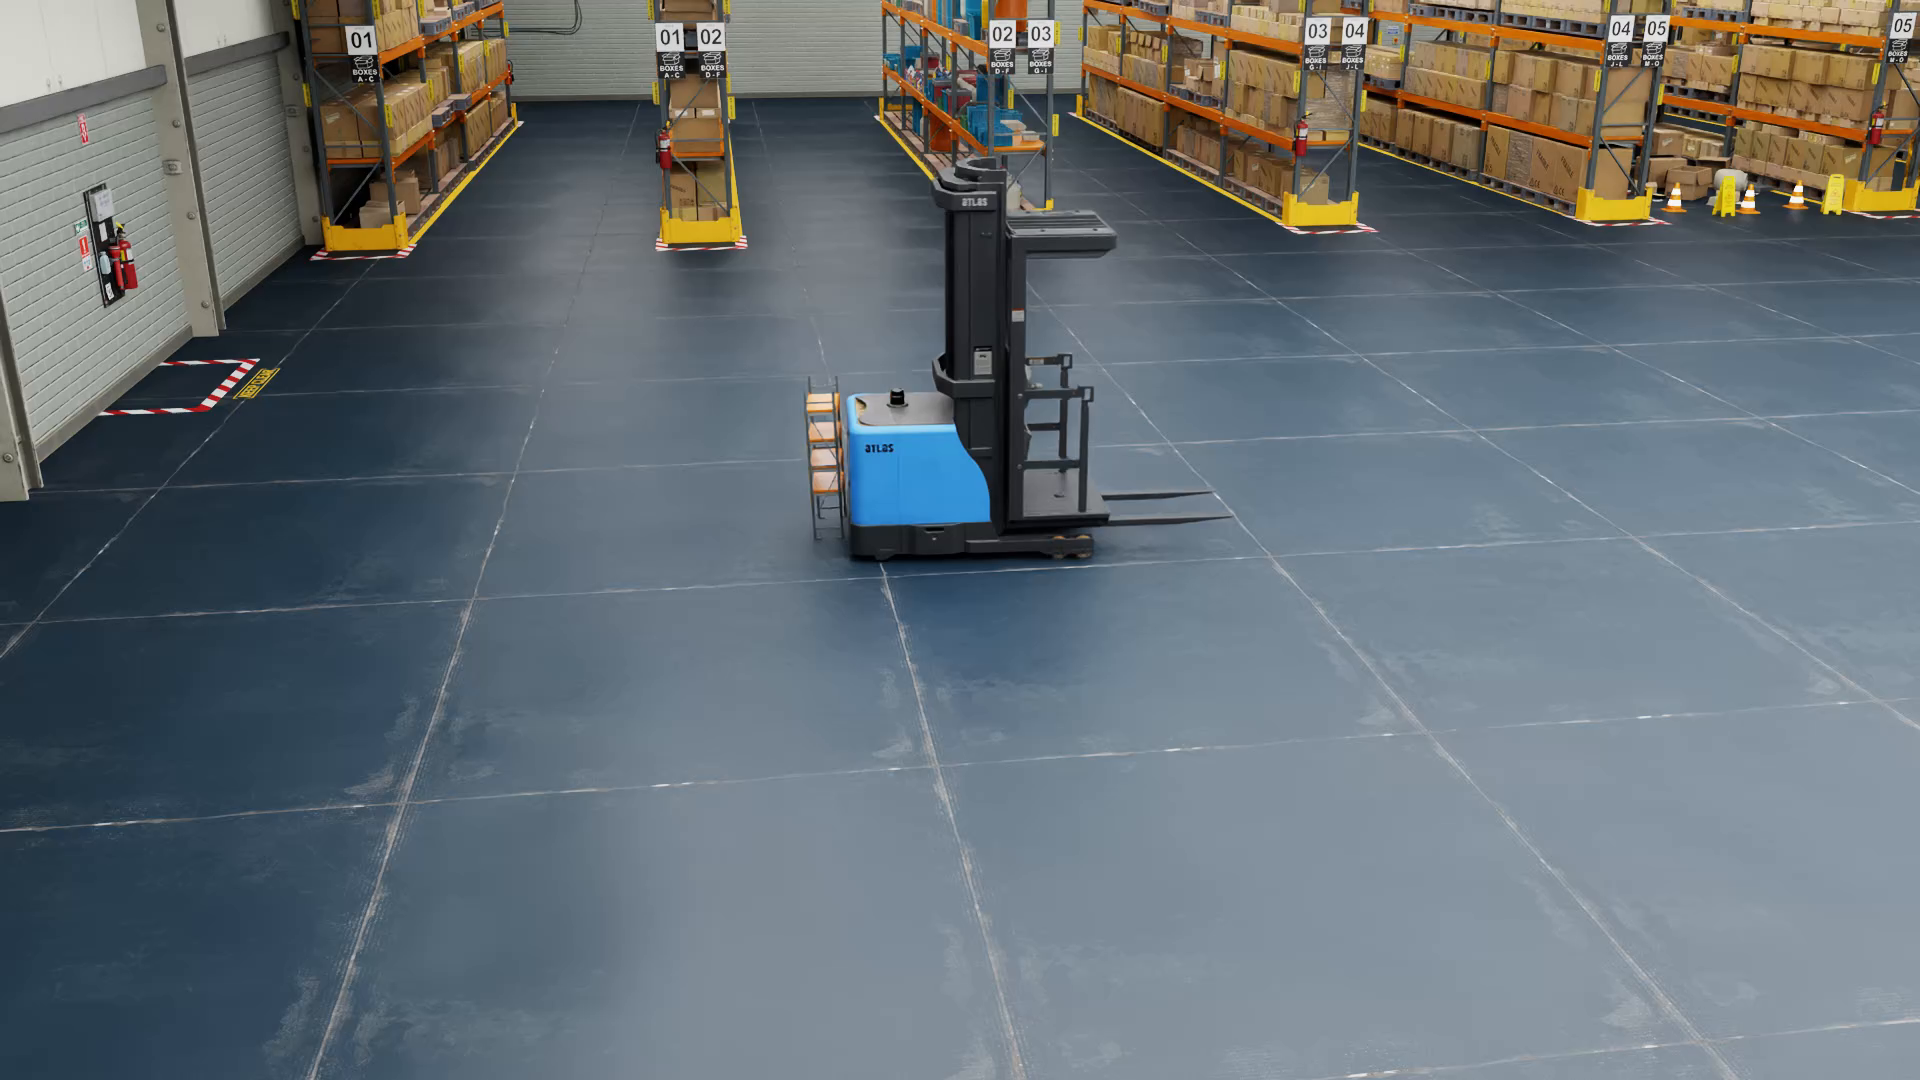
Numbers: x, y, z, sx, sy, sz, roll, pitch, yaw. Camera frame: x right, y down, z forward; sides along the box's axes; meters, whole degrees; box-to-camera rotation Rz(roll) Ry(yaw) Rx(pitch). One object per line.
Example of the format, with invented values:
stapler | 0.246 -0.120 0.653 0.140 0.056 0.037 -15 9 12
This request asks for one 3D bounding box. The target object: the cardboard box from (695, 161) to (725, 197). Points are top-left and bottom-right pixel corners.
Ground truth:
cardboard box | -3.992 -5.813 26.750 0.500 0.500 0.500 -3 21 -8

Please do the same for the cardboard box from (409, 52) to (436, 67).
cardboard box | -10.353 -9.220 31.946 0.500 0.250 0.500 -2 21 -6

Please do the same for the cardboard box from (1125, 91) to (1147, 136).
cardboard box | 4.339 -9.335 36.359 1.225 0.875 0.875 -4 21 -10

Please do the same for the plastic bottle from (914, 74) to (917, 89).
plastic bottle | -0.918 -9.599 34.795 0.061 0.283 0.133 -3 21 -8

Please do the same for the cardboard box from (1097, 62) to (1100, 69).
cardboard box | 3.468 -11.259 39.432 0.380 0.149 0.250 -3 21 -9

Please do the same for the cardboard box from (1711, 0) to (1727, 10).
cardboard box | 14.762 -10.295 31.821 0.500 0.250 0.500 -3 21 -7

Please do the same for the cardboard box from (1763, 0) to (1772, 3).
cardboard box | 14.846 -9.840 30.208 0.380 0.149 0.250 -2 21 -6

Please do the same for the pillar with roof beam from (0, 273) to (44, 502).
pillar with roof beam | -3.845 -4.831 13.288 9.100 9.000 0.400 -3 21 -8

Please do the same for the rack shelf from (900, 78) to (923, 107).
rack shelf | -0.516 -9.384 35.083 1.077 0.370 4.000 -3 21 -8

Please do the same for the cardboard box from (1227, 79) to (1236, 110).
cardboard box | 5.254 -7.921 29.568 0.875 0.500 0.500 -3 21 -8

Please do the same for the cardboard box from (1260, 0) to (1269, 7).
cardboard box | 5.568 -9.576 28.999 0.500 0.500 0.500 -4 21 -9

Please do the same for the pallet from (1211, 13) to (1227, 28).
pallet | 5.267 -9.430 30.158 1.213 0.211 1.003 -3 21 -8

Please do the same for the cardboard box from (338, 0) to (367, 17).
cardboard box | -8.693 -7.835 24.018 0.500 0.500 0.500 -4 21 -12

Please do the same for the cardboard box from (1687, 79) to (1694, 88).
cardboard box | 14.577 -8.991 32.760 0.380 0.149 0.250 -3 21 -8

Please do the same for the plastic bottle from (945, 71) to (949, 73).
plastic bottle | -0.282 -9.888 35.580 0.152 0.276 0.135 -3 21 -8

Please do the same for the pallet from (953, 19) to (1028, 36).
pallet | 0.550 -8.716 28.247 1.213 0.211 1.003 -3 21 -8

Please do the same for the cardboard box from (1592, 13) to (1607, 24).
cardboard box | 10.367 -8.353 26.622 0.380 0.149 0.250 -3 21 -8

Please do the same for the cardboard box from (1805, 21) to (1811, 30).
cardboard box | 15.081 -9.026 29.167 0.380 0.149 0.250 -3 21 -7

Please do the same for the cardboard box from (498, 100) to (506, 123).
cardboard box | -10.912 -9.914 38.446 0.700 0.500 0.500 -3 21 -8

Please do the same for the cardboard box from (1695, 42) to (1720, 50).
cardboard box | 14.995 -9.913 33.375 0.380 0.149 0.250 -4 21 -10

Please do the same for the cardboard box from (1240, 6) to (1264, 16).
cardboard box | 5.098 -9.198 28.915 0.380 0.149 0.250 -4 21 -10

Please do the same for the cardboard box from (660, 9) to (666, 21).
cardboard box | -4.403 -7.993 25.457 0.500 0.250 0.500 -3 21 -8

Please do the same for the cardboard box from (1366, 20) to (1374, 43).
cardboard box | 9.196 -11.702 38.262 0.500 0.500 0.500 -2 21 -6

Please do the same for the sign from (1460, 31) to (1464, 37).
sign | 12.777 -12.965 42.291 0.100 0.325 0.005 -3 21 -8

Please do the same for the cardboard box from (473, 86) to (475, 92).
cardboard box | -10.139 -9.261 34.055 0.380 0.149 0.250 -3 21 -9

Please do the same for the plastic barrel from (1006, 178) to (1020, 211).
plastic barrel | 0.755 -5.514 26.648 0.421 0.512 0.421 0 20 0

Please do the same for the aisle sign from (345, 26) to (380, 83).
aisle sign | -8.570 -6.967 23.868 0.394 0.787 0.004 -3 21 -8

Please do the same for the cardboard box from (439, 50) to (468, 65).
cardboard box | -9.919 -9.432 32.514 0.500 0.250 0.500 -3 21 -9

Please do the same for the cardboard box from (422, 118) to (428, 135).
cardboard box | -9.022 -6.762 27.218 0.500 0.250 0.500 -3 21 -8

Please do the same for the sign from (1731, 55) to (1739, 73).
sign | 14.508 -8.907 31.121 0.100 0.325 0.005 -3 21 -8

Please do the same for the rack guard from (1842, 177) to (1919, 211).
rack guard | 15.623 -5.864 28.202 1.175 0.500 0.348 -3 21 -8

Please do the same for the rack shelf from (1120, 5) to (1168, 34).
rack shelf | 4.386 -11.039 35.227 1.077 0.370 4.000 -3 21 -8

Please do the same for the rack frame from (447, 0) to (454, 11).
rack frame | -10.031 -11.339 30.715 1.000 3.000 0.127 -3 21 -8

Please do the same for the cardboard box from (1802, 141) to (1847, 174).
cardboard box | 15.182 -6.713 29.161 0.500 0.500 0.500 -2 21 -6

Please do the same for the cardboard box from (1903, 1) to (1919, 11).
cardboard box | 15.784 -8.803 27.430 0.380 0.149 0.250 -3 21 -8

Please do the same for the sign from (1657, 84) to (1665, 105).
sign | 11.300 -7.192 26.836 0.100 0.325 0.005 -3 21 -8

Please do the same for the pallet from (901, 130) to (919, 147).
pallet | -0.734 -8.838 36.578 1.003 0.211 1.213 -3 21 -8

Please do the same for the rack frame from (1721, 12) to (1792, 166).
rack frame | 15.057 -8.393 31.402 1.000 3.000 0.127 -3 21 -8

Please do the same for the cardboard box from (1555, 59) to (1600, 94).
cardboard box | 10.618 -7.817 28.100 0.875 0.550 0.550 -3 21 -8

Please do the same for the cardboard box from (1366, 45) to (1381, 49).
cardboard box | 9.311 -11.014 37.327 0.380 0.149 0.250 -4 21 -9

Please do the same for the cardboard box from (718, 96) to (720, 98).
cardboard box | -4.040 -7.040 26.708 0.380 0.149 0.250 -3 21 -7

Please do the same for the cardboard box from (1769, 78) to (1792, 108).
cardboard box | 15.000 -8.066 29.957 0.500 0.500 0.500 -3 21 -8

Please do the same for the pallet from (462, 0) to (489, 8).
pallet | -10.715 -11.561 35.723 1.003 0.211 1.213 -3 21 -8

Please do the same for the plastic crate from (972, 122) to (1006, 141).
plastic crate | 0.470 -6.573 26.739 0.499 0.251 0.408 -3 21 -8

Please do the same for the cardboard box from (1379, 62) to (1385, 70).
cardboard box | 9.035 -9.952 34.910 0.380 0.149 0.250 -2 21 -6

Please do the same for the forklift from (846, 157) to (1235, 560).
forklift | 0.627 -1.417 12.822 3.031 2.935 1.130 -2 21 -5

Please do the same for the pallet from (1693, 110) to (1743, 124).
pallet | 18.717 -10.346 40.616 1.003 0.211 1.213 -3 21 -8

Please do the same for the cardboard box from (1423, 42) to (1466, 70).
cardboard box | 9.726 -9.678 33.269 0.700 0.500 0.500 -3 21 -9

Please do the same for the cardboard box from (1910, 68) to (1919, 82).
cardboard box | 19.495 -9.321 33.386 0.500 0.250 0.500 -3 21 -7

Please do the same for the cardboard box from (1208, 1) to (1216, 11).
cardboard box | 4.881 -10.030 31.231 0.380 0.166 0.250 -3 21 -9

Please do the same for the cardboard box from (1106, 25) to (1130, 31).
cardboard box | 3.851 -12.313 40.614 0.500 0.500 0.500 -3 21 -7

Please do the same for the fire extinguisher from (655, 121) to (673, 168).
fire extinguisher | -4.419 -5.910 24.862 0.296 0.674 0.183 -3 21 -8

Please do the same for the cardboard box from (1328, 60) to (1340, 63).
cardboard box | 5.952 -7.541 27.122 0.500 0.500 0.500 -3 21 -8

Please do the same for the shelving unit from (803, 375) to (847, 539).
shelving unit | -1.069 -0.662 13.260 0.258 1.200 0.503 -2 20 0
